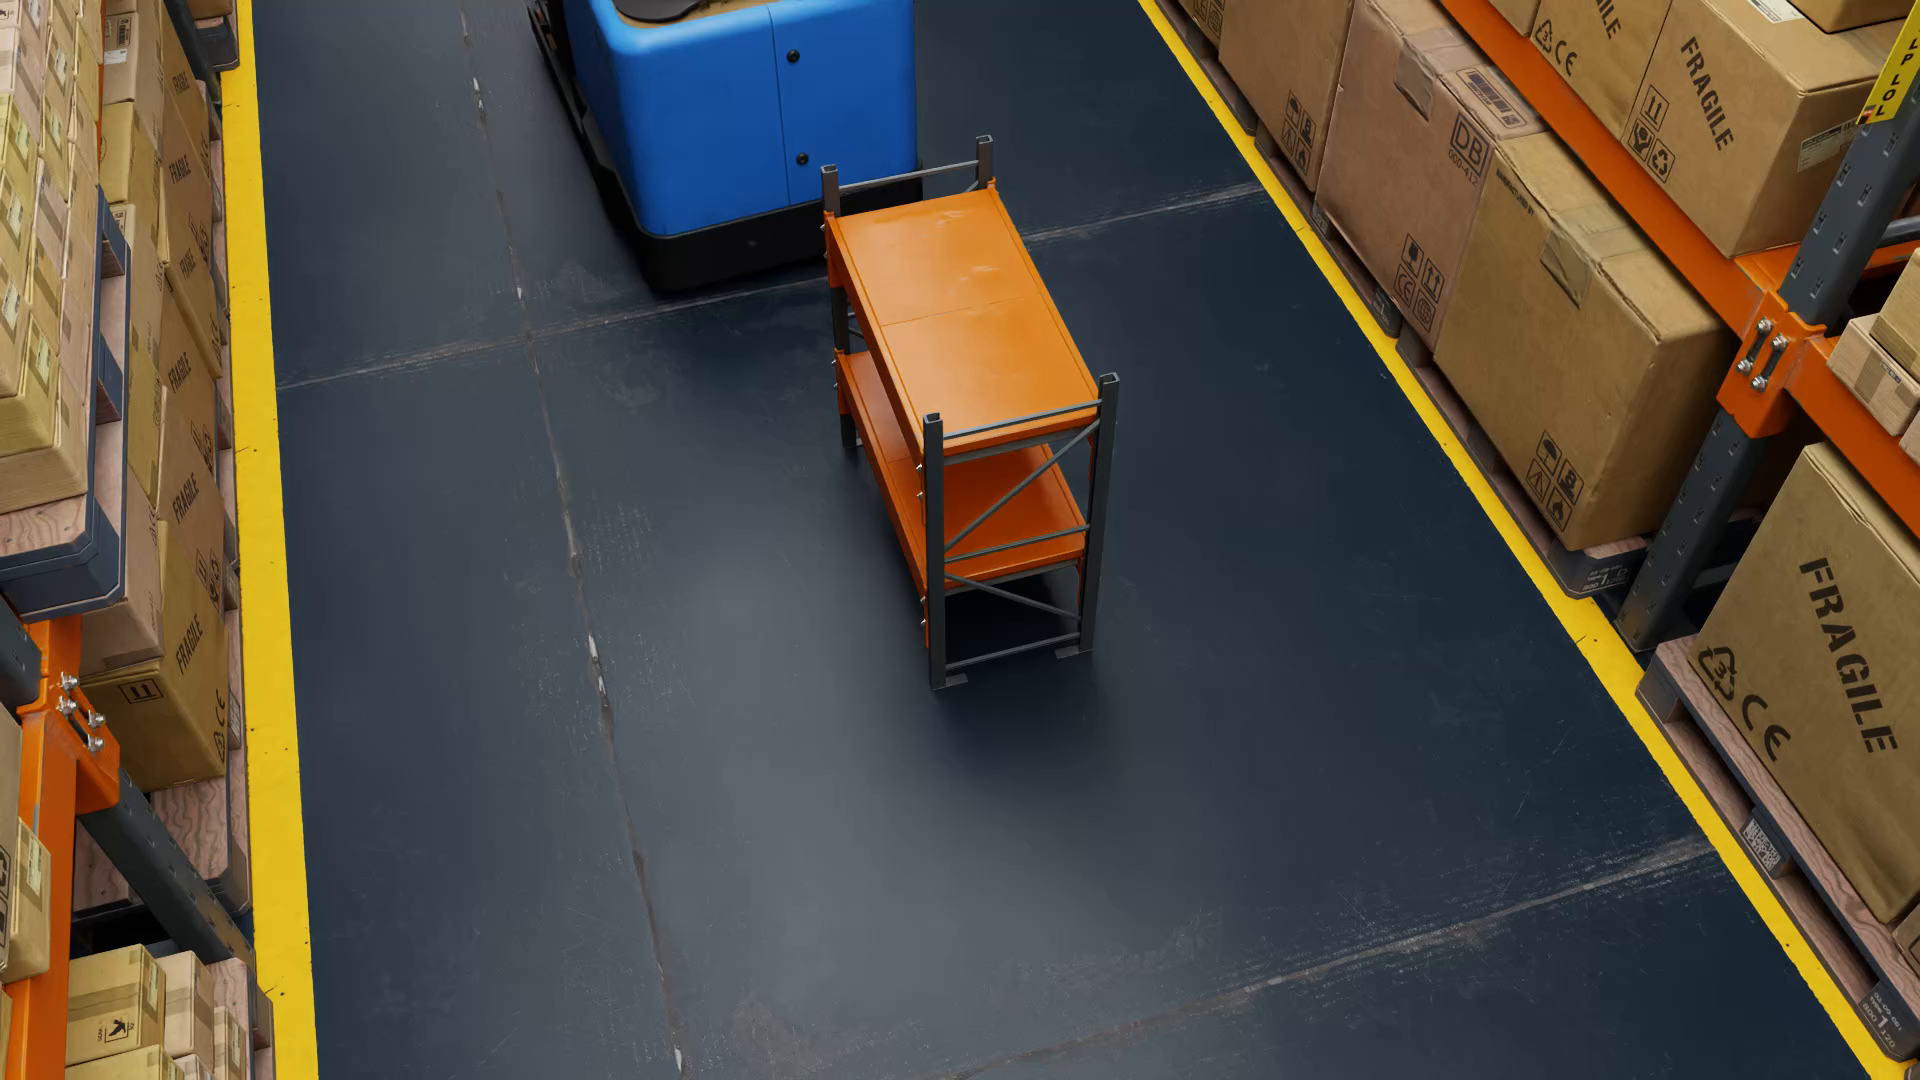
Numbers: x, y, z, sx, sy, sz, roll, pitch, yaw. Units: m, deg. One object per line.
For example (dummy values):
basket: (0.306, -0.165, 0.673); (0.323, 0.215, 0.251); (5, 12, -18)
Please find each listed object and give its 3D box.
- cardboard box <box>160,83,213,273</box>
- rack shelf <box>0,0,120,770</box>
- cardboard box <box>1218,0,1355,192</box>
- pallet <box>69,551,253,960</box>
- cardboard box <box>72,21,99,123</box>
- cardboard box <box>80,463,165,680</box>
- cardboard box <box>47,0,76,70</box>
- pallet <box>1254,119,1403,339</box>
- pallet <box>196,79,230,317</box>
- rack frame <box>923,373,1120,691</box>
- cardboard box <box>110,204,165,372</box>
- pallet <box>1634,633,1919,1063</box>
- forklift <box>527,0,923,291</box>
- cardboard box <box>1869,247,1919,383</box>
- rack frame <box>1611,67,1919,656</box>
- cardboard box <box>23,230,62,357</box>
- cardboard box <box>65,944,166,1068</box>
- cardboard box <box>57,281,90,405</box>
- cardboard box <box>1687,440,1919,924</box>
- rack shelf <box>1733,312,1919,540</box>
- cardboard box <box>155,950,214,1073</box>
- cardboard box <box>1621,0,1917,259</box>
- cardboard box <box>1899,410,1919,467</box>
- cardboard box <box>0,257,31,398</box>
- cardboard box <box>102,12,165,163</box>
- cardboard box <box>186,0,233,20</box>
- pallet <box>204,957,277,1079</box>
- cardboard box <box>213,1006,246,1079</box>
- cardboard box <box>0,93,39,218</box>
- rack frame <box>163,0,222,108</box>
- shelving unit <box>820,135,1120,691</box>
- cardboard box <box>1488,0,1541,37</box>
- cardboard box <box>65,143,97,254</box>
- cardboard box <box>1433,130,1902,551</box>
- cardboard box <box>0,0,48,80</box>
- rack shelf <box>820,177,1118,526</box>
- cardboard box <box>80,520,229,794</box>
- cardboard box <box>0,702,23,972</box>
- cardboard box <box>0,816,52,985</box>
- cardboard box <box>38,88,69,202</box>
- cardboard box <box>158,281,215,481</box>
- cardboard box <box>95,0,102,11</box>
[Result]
cardboard box: (-2.887, -1.183, 5.645); (0.500, 0.500, 0.500); (-11, 51, -10)
rack shelf: (-2.890, -0.962, 4.570); (1.077, 0.370, 4.000); (-13, 51, -11)
cardboard box: (1.727, -1.991, 6.082); (1.225, 0.875, 0.875); (-13, 51, -11)
pallet: (-2.530, 0.597, 4.608); (1.003, 0.211, 1.213); (-13, 51, -11)
cardboard box: (-2.367, -1.132, 4.132); (0.380, 0.149, 0.250); (-14, 51, -12)
cardboard box: (-2.264, 0.096, 4.077); (0.500, 0.250, 0.500); (-15, 52, -13)
cardboard box: (-2.368, -1.232, 4.022); (0.380, 0.149, 0.250); (-14, 51, -12)
pallet: (1.805, -1.321, 6.226); (1.003, 0.211, 1.213); (-13, 51, -11)
pallet: (-3.252, -1.185, 6.111); (1.003, 0.211, 1.213); (-13, 51, -11)
rack frame: (0.152, 0.014, 4.503); (0.500, 1.125, 0.032); (-13, 51, -11)
cardboard box: (-2.571, -0.666, 4.719); (0.500, 0.250, 0.500); (-12, 51, -10)
pallet: (2.620, 0.691, 4.529); (1.003, 0.211, 1.213); (-13, 51, -11)
forklift: (-1.154, -2.981, 5.846); (1.130, 2.935, 3.031); (-17, 52, -14)
cardboard box: (2.358, -0.426, 3.551); (0.500, 0.250, 0.500); (-14, 51, -12)
rack frame: (2.470, -0.781, 3.946); (1.000, 3.000, 0.127); (-13, 51, -11)
cardboard box: (-2.054, -0.464, 3.374); (0.380, 0.149, 0.250); (-14, 51, -12)
cardboard box: (-1.944, 1.060, 3.596); (0.380, 0.149, 0.250); (-12, 51, -10)
cardboard box: (-2.063, -0.380, 3.498); (0.380, 0.149, 0.250); (-13, 51, -10)
cardboard box: (2.588, 0.269, 4.177); (0.875, 0.875, 0.875); (-13, 51, -11)
rack shelf: (3.061, 0.912, 2.990); (1.077, 0.370, 4.000); (-13, 51, -11)
cardboard box: (-1.901, 1.113, 3.745); (0.380, 0.149, 0.250); (-12, 51, -10)
cardboard box: (2.071, -1.093, 4.144); (0.500, 0.500, 0.500); (-13, 51, -11)
cardboard box: (2.317, -0.217, 3.635); (0.380, 0.149, 0.250); (-15, 51, -12)
cardboard box: (-1.975, -0.371, 3.101); (0.380, 0.149, 0.250); (-11, 51, -9)
cardboard box: (-2.869, -1.419, 5.354); (0.500, 0.250, 0.500); (-13, 51, -10)
cardboard box: (-3.575, -2.530, 6.618); (1.050, 0.750, 0.750); (-14, 51, -11)
pallet: (-2.066, 1.648, 3.723); (1.003, 0.211, 1.213); (-13, 51, -11)
cardboard box: (-1.857, 1.260, 3.816); (0.380, 0.149, 0.250); (-13, 51, -11)
cardboard box: (-2.137, -0.761, 3.430); (0.380, 0.149, 0.250); (-13, 51, -11)
rack frame: (-3.481, -2.655, 5.526); (1.000, 3.000, 0.127); (-13, 51, -11)
shelving unit: (0.002, -0.358, 4.816); (0.538, 1.125, 1.048); (-13, 51, -11)
cardboard box: (1.770, -1.836, 4.770); (0.500, 0.500, 0.500); (-14, 51, -11)
cardboard box: (-2.206, -0.747, 3.808); (0.380, 0.149, 0.250); (-13, 51, -11)
cardboard box: (2.261, -0.694, 4.988); (1.225, 0.875, 0.875); (-13, 51, -11)
cardboard box: (-2.285, -1.131, 3.742); (0.380, 0.149, 0.250); (-14, 51, -11)
rack shelf: (0.002, -0.546, 4.592); (0.538, 0.278, 1.000); (-13, 51, -11)
cardboard box: (-2.263, 0.337, 4.364); (0.500, 0.500, 0.500); (-12, 51, -10)
cardboard box: (-1.885, 0.428, 2.667); (0.500, 0.500, 0.500); (-13, 51, -11)
cardboard box: (-1.810, 0.667, 2.890); (0.380, 0.149, 0.250); (-15, 51, -12)
cardboard box: (-2.208, -0.842, 3.693); (0.380, 0.149, 0.250); (-15, 52, -13)
cardboard box: (-2.589, -0.428, 5.009); (0.500, 0.500, 0.500); (-13, 51, -10)
cardboard box: (-2.522, -1.515, 4.455); (0.380, 0.149, 0.250); (-12, 51, -10)
